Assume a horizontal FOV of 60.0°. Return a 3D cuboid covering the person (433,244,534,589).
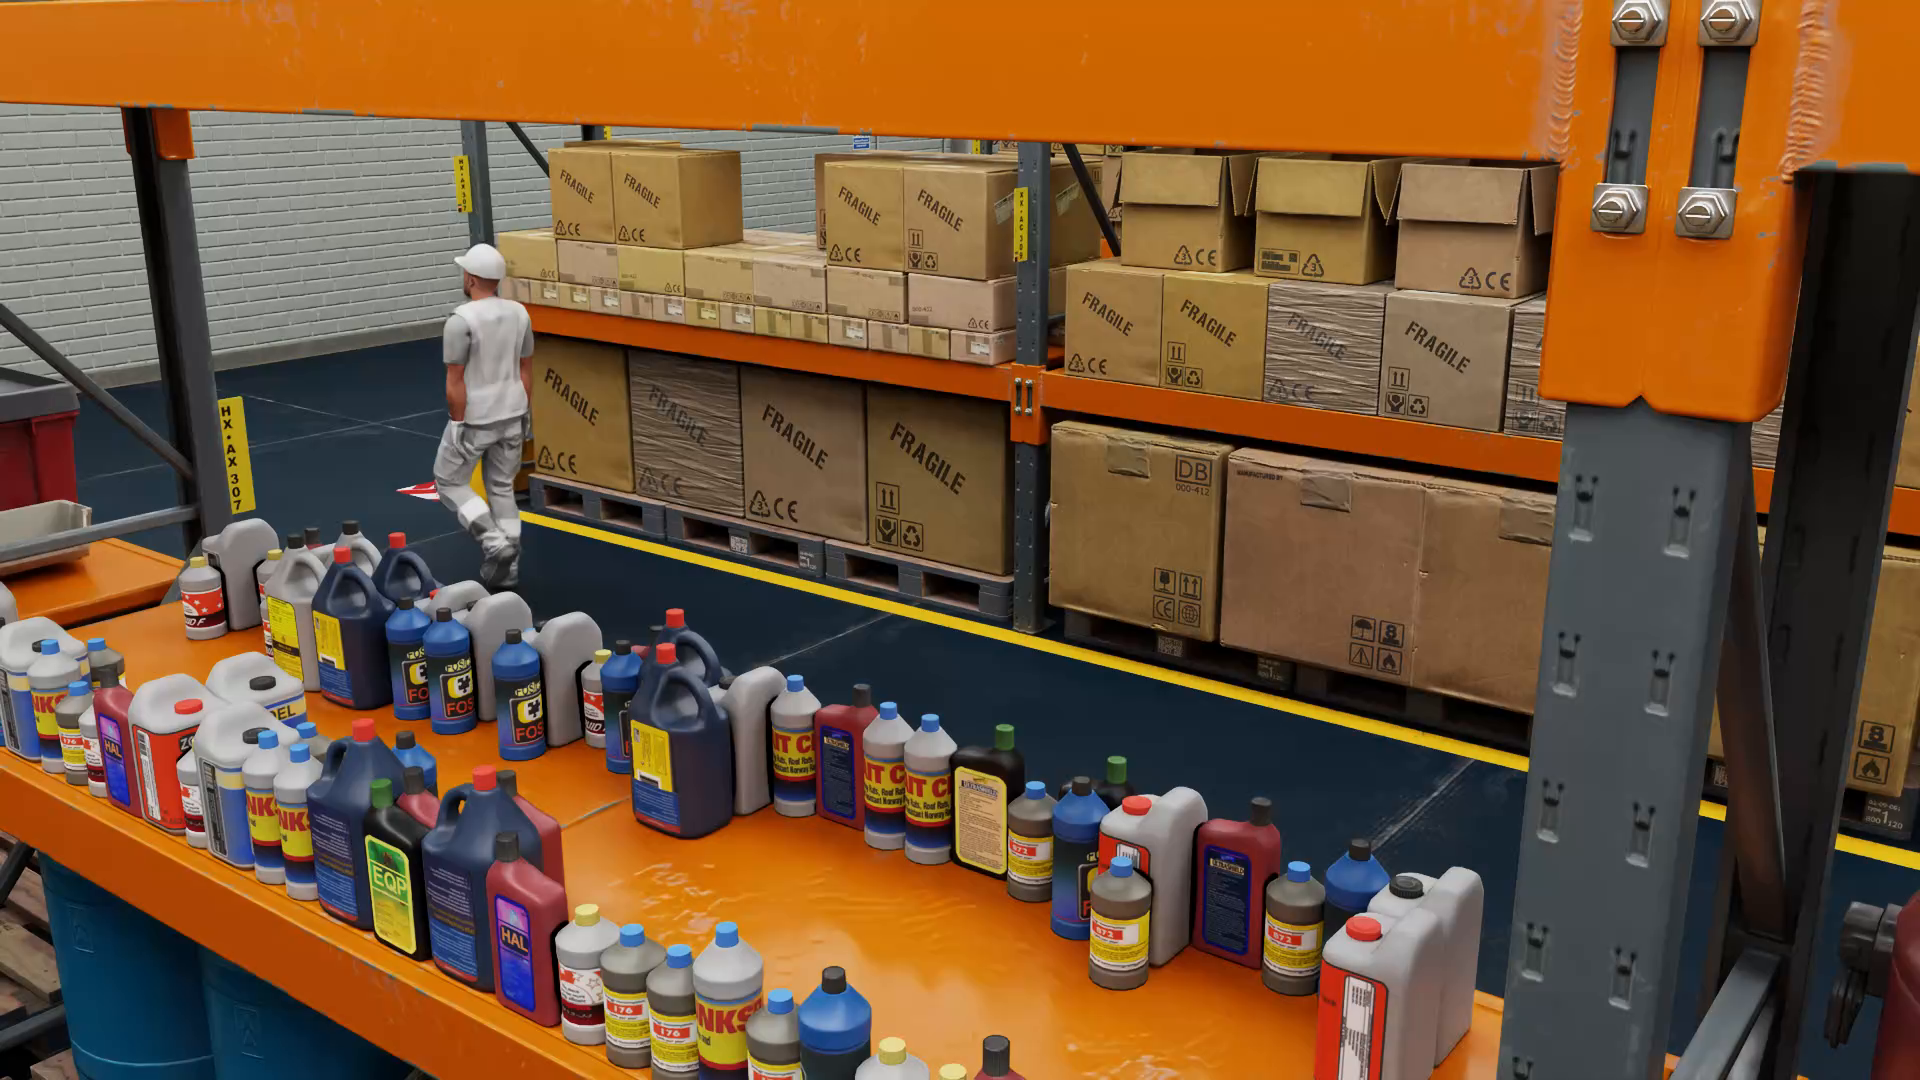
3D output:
[{"bbox_3d":[-2.405,-0.615,8.497,0.500,1.782,0.543,13,21,38],"label":"person"}]
